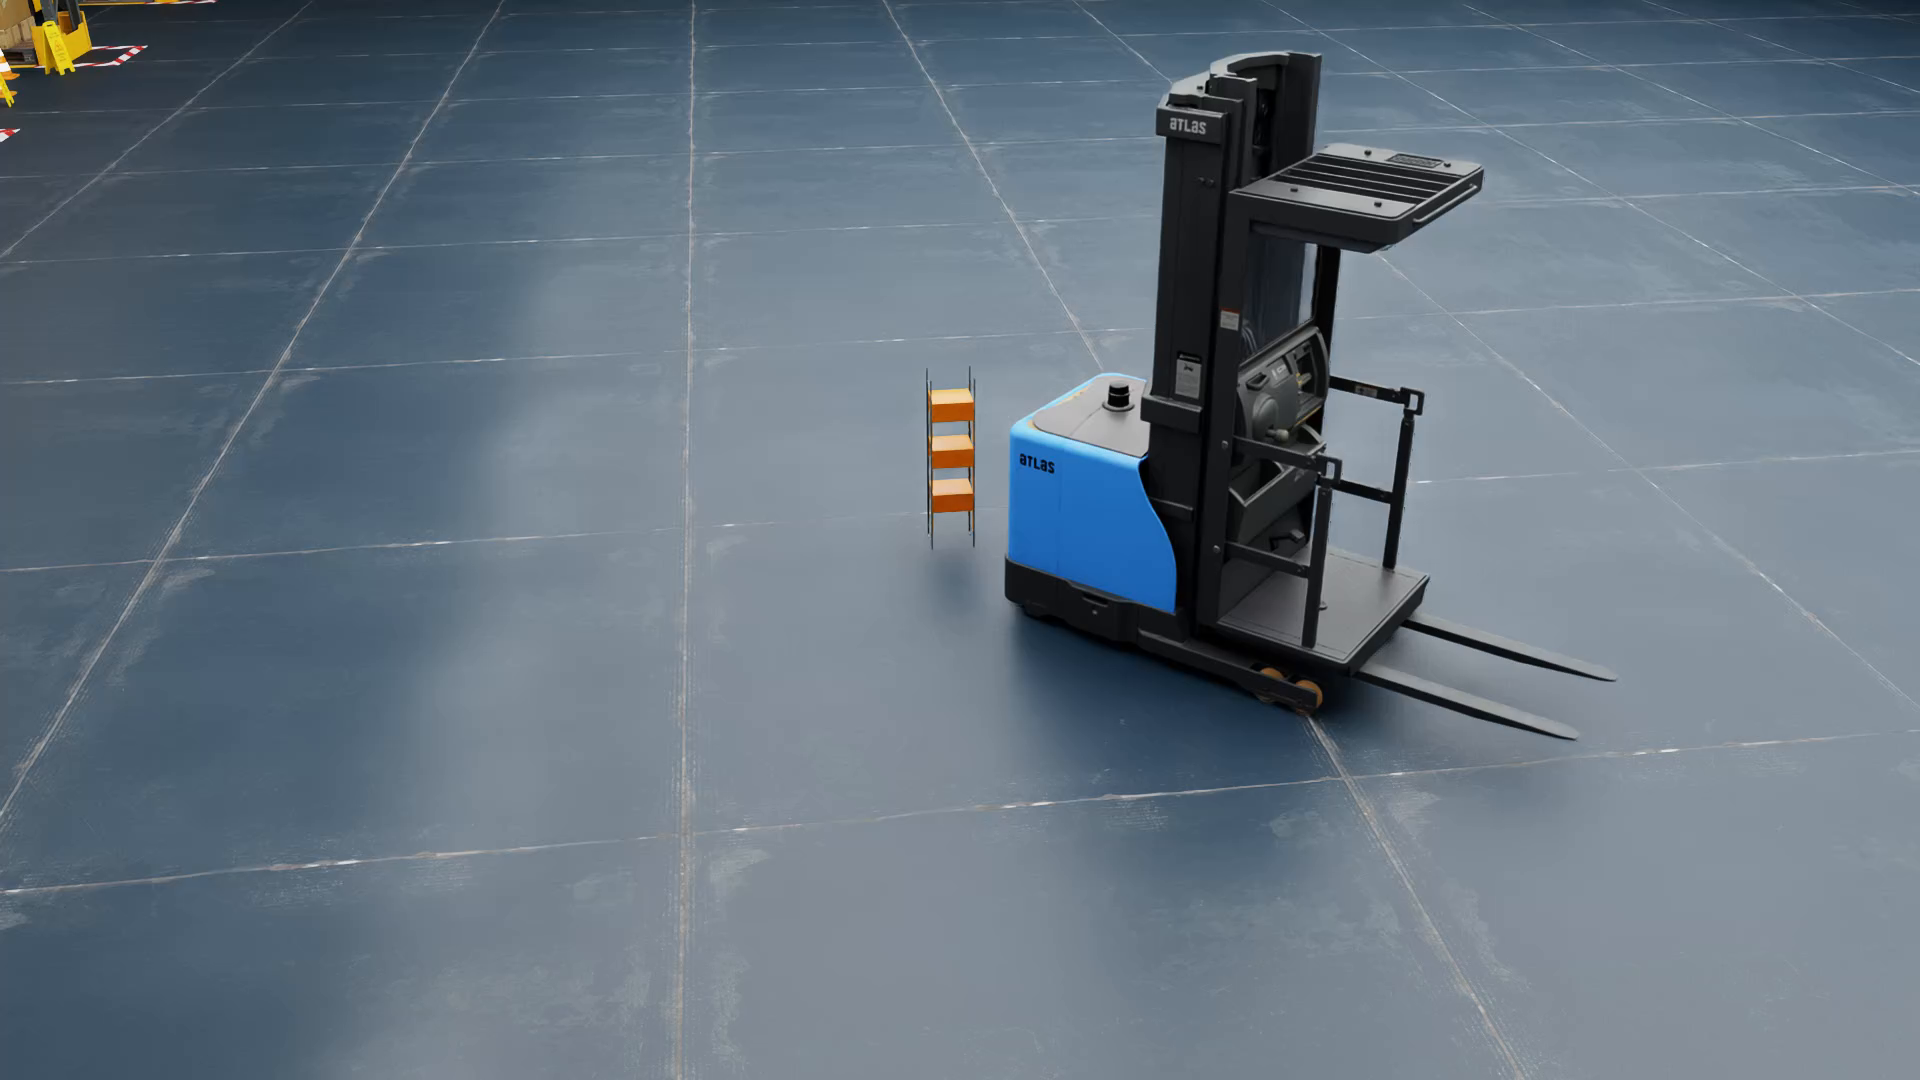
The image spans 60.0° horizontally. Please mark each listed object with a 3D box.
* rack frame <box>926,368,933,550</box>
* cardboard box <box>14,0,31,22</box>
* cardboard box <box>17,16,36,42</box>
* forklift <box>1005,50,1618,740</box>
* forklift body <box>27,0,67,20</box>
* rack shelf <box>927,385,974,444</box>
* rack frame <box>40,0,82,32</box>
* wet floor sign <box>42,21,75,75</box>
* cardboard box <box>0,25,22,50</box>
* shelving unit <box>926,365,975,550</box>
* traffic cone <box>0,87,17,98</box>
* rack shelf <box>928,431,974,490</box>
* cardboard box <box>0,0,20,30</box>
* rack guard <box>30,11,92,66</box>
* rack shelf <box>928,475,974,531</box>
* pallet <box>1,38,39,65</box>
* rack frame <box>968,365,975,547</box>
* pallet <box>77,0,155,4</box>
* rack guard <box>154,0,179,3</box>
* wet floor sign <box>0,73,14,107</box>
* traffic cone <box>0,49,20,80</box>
[{"bbox_3d":[-0.174,-0.456,9.489,0.008,1.050,0.200,-4,27,-7],"label":"rack frame"},{"bbox_3d":[-12.859,-7.233,22.292,0.500,0.500,0.500,-5,28,-9],"label":"cardboard box"},{"bbox_3d":[-12.836,-6.901,22.466,0.500,0.250,0.500,-4,27,-8],"label":"cardboard box"},{"bbox_3d":[1.738,-0.729,7.959,3.031,2.935,1.130,18,32,31],"label":"forklift"},{"bbox_3d":[-14.317,-8.785,24.515,1.214,2.155,2.313,-4,27,-7],"label":"forklift body"},{"bbox_3d":[-0.053,-0.707,9.379,0.240,0.259,0.215,-4,27,-7],"label":"rack shelf"},{"bbox_3d":[-11.998,-7.864,21.791,0.127,3.000,1.000,-4,27,-7],"label":"rack frame"},{"bbox_3d":[-11.661,-6.345,21.409,0.232,0.644,0.267,6,28,11],"label":"wet floor sign"},{"bbox_3d":[-12.785,-6.653,21.982,0.500,0.250,0.500,-4,27,-7],"label":"cardboard box"},{"bbox_3d":[-0.053,-0.464,9.504,0.252,1.050,0.215,-4,27,-7],"label":"shelving unit"},{"bbox_3d":[-11.753,-5.645,20.244,0.334,0.463,0.336,-4,27,-7],"label":"traffic cone"},{"bbox_3d":[-0.053,-0.454,9.509,0.240,0.259,0.215,-4,27,-7],"label":"rack shelf"},{"bbox_3d":[-12.755,-6.992,21.822,0.500,0.500,0.500,-4,27,-7],"label":"cardboard box"},{"bbox_3d":[-12.073,-6.747,22.352,0.348,0.500,1.175,-4,27,-7],"label":"rack guard"},{"bbox_3d":[-0.053,-0.207,9.635,0.240,0.259,0.215,-4,27,-7],"label":"rack shelf"},{"bbox_3d":[-12.883,-6.583,22.348,1.213,0.211,1.003,-4,27,-7],"label":"pallet"},{"bbox_3d":[0.068,-0.471,9.519,0.008,1.050,0.200,-4,27,-7],"label":"rack frame"},{"bbox_3d":[-13.445,-8.800,26.668,1.213,0.211,1.003,-4,27,-7],"label":"pallet"},{"bbox_3d":[-12.670,-8.997,26.737,0.348,0.500,1.175,-4,27,-7],"label":"rack guard"},{"bbox_3d":[-11.456,-5.482,19.728,0.232,0.644,0.267,-8,28,-16],"label":"wet floor sign"},{"bbox_3d":[-12.244,-6.125,21.180,0.334,0.463,0.336,-4,27,-7],"label":"traffic cone"}]
